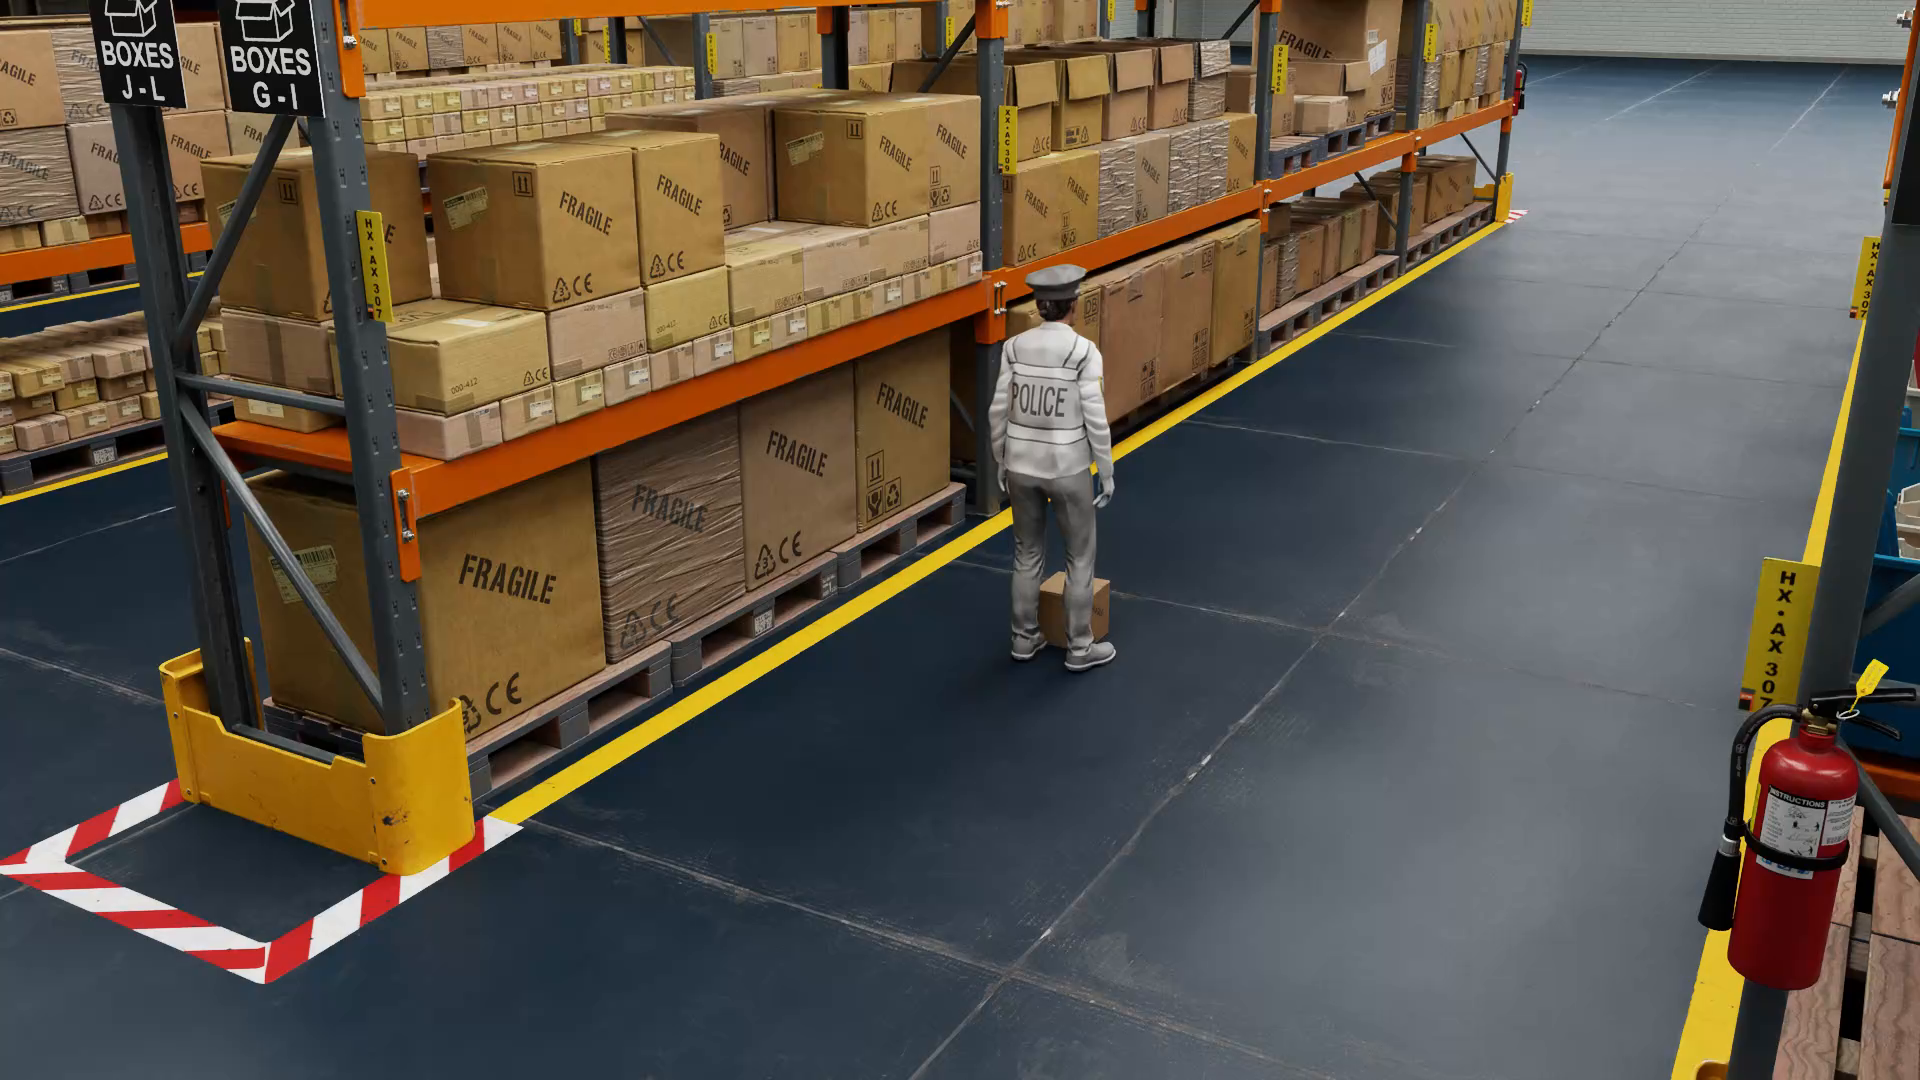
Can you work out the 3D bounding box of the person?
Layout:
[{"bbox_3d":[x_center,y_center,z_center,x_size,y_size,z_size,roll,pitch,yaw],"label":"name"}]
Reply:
[{"bbox_3d":[0.380,-0.283,6.862,0.536,1.662,0.378,10,22,26],"label":"person"}]
